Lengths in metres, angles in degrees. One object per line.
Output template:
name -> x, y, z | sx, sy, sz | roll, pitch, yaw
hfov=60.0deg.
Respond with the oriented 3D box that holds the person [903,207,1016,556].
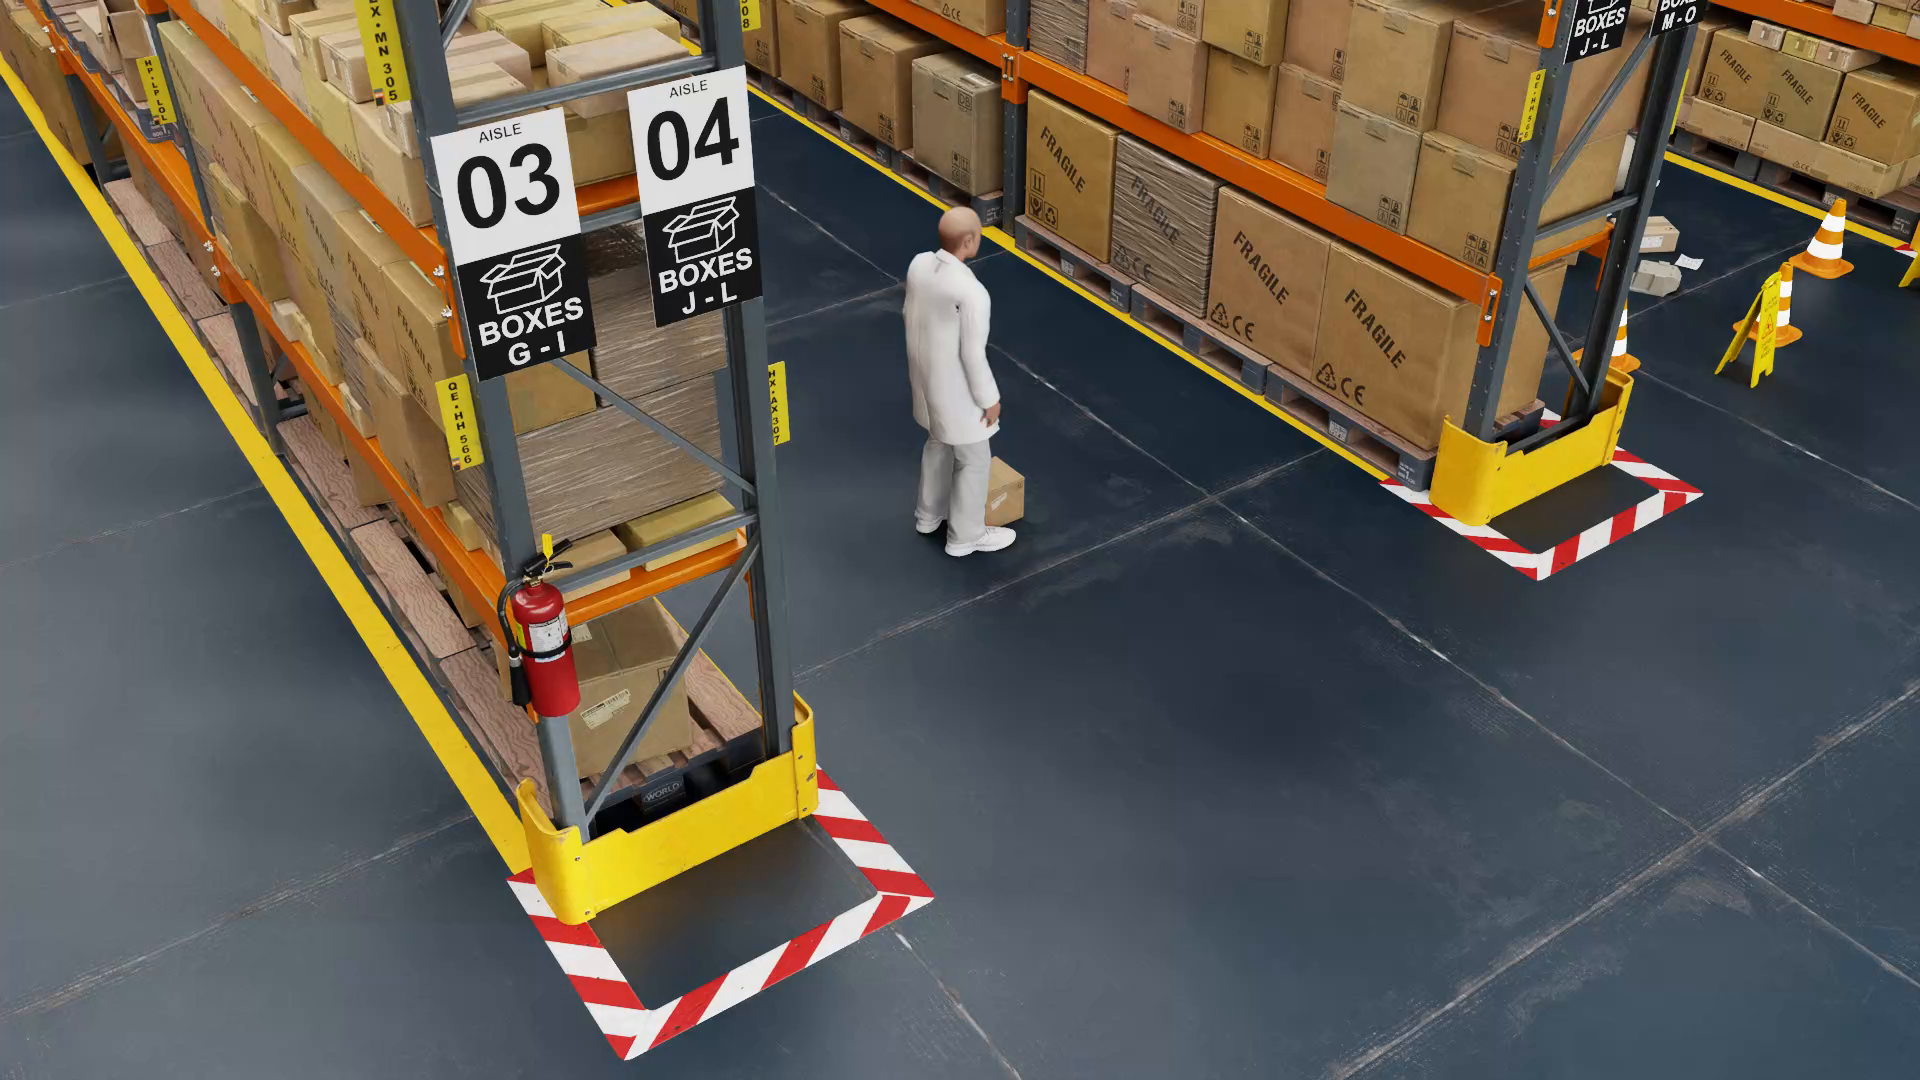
person -> -0.029, -0.770, 8.081 | 0.417, 1.774, 0.643 | -22, 41, -27
